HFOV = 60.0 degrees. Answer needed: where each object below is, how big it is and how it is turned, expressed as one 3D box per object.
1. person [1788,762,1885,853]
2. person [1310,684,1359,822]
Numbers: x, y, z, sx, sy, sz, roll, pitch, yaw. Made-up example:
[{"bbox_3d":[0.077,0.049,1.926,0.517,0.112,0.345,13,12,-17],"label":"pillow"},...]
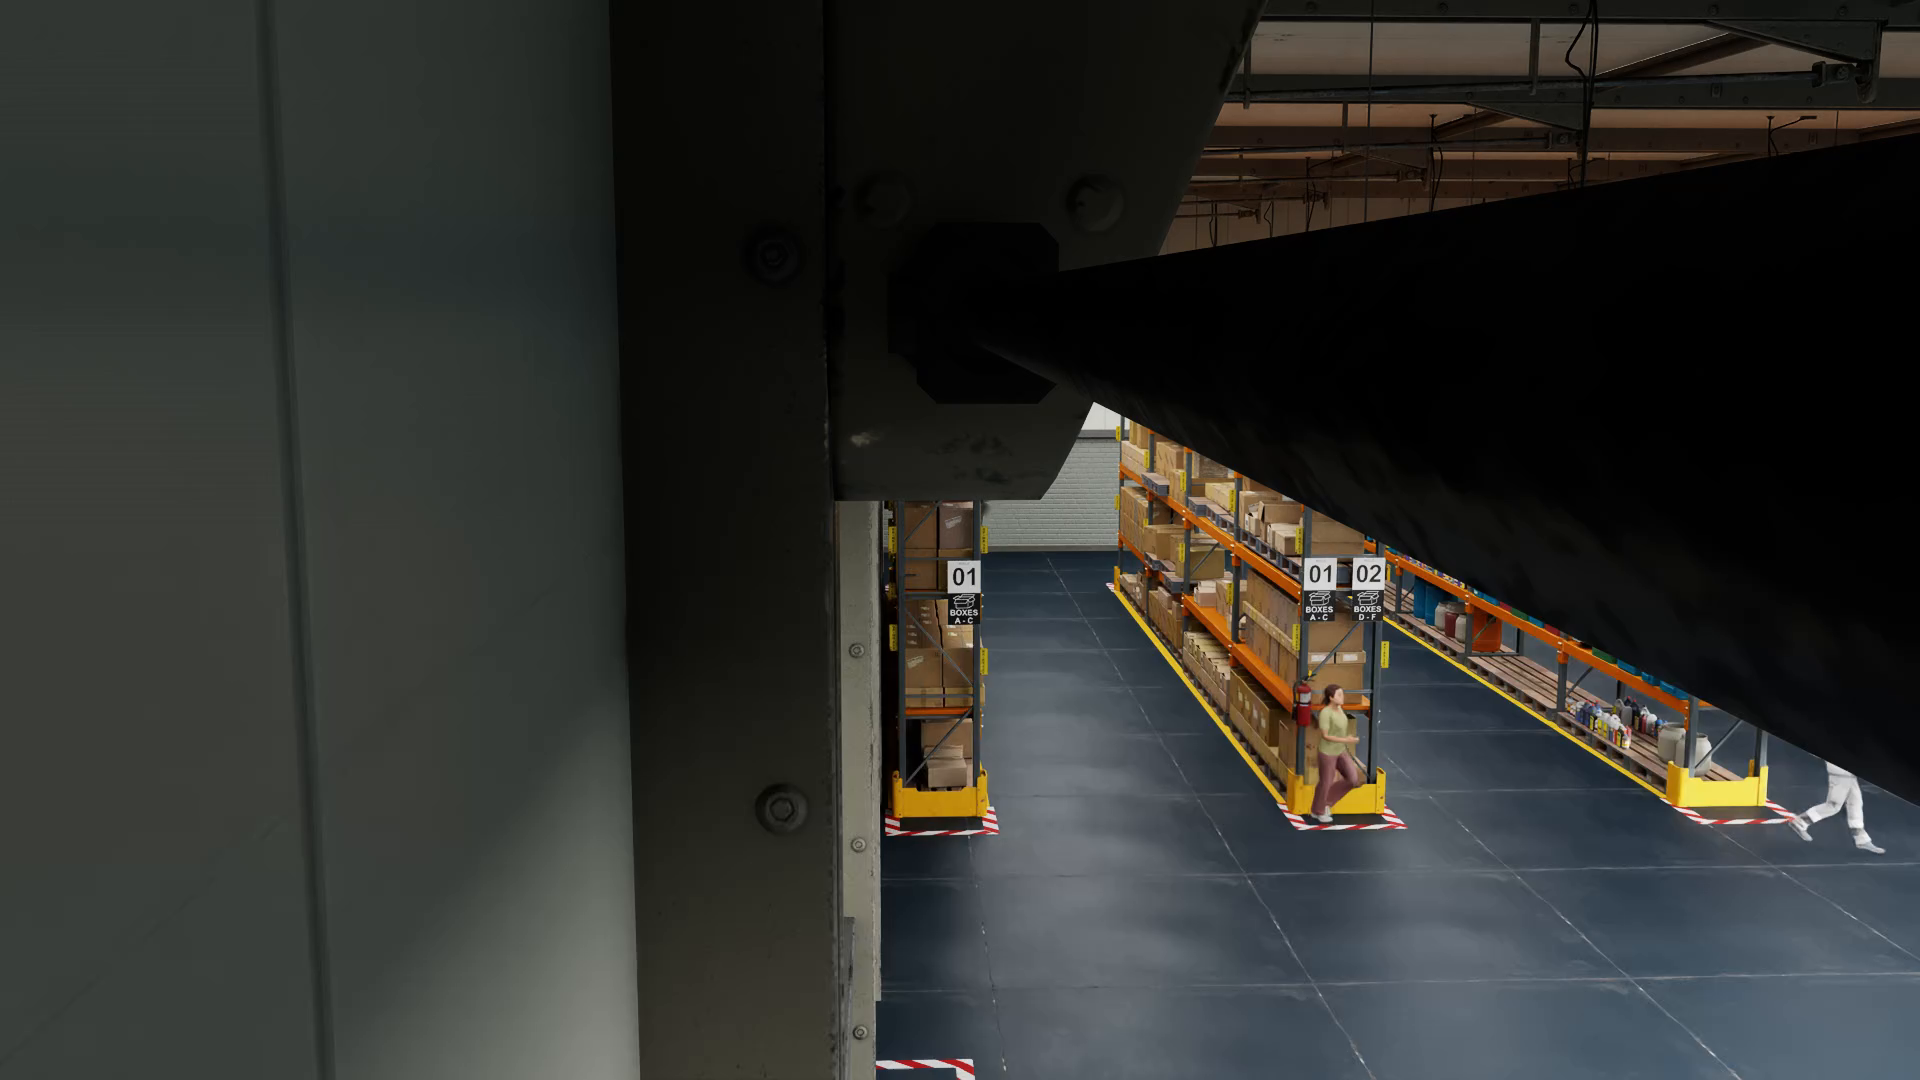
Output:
[{"bbox_3d":[10.110,2.689,19.077,1.009,1.783,0.669,4,9,27],"label":"person"},{"bbox_3d":[4.355,2.474,19.264,0.605,1.656,0.572,8,11,43],"label":"person"}]
